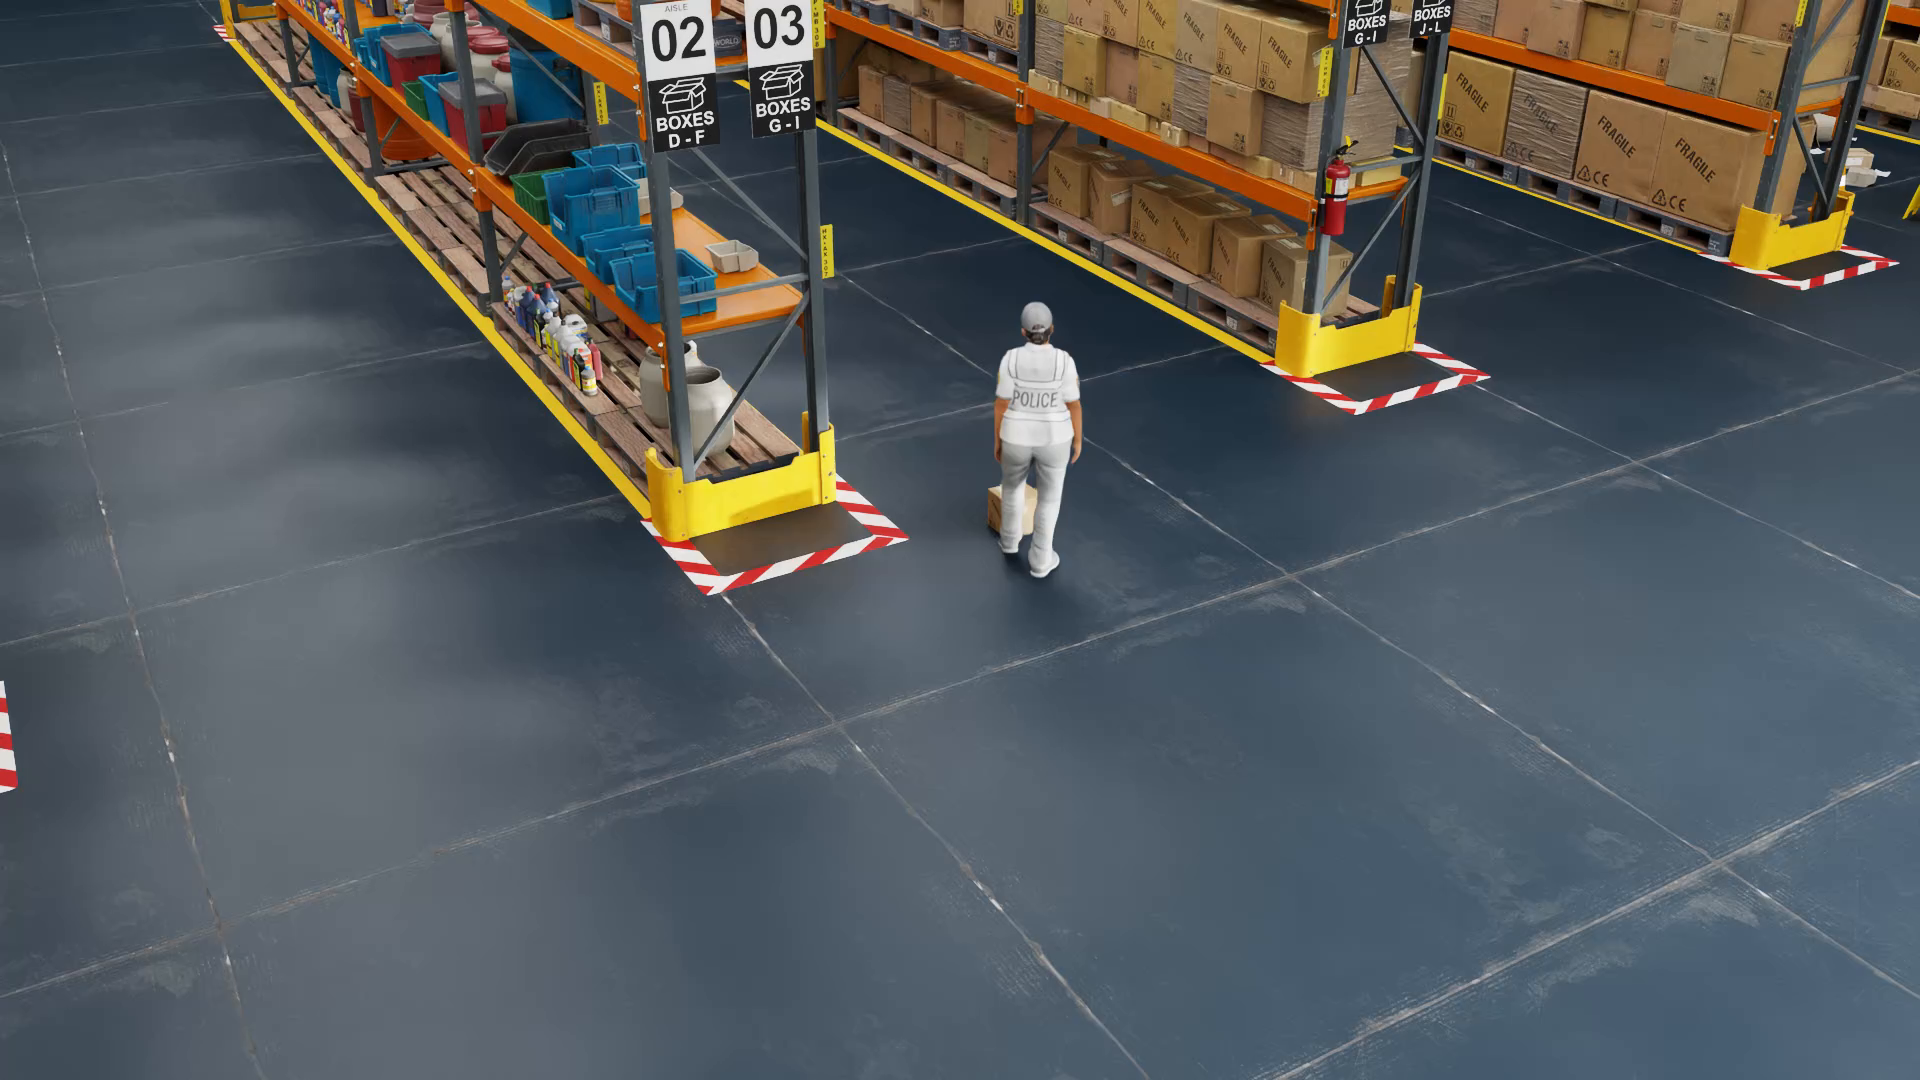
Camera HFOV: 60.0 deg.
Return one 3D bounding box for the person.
[{"bbox_3d":[0.452,-0.601,9.632,0.523,1.682,0.550,6,30,10],"label":"person"}]
